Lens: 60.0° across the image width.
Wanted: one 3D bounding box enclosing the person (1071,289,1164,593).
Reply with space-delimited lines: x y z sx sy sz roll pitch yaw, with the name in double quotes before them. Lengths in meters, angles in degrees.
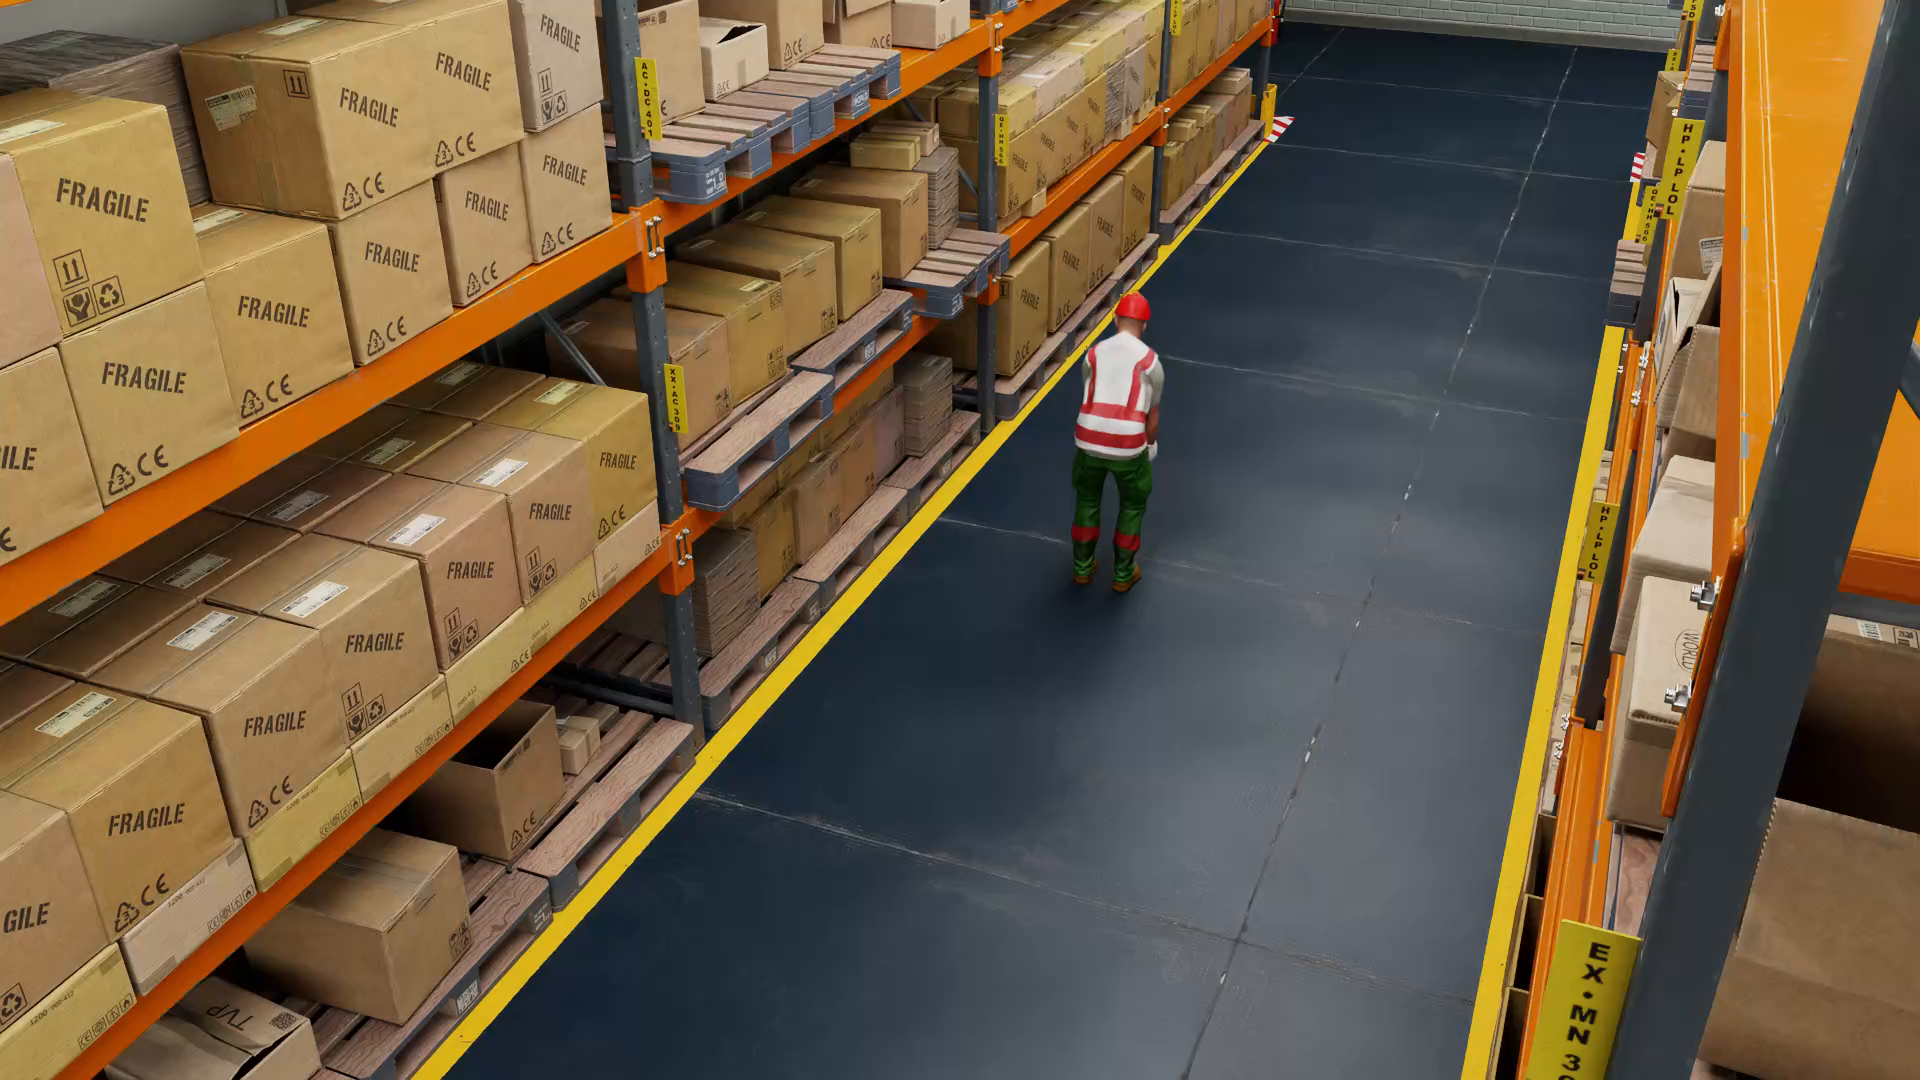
"person" 0.894 -0.568 9.479 0.483 1.695 0.656 11 31 18
